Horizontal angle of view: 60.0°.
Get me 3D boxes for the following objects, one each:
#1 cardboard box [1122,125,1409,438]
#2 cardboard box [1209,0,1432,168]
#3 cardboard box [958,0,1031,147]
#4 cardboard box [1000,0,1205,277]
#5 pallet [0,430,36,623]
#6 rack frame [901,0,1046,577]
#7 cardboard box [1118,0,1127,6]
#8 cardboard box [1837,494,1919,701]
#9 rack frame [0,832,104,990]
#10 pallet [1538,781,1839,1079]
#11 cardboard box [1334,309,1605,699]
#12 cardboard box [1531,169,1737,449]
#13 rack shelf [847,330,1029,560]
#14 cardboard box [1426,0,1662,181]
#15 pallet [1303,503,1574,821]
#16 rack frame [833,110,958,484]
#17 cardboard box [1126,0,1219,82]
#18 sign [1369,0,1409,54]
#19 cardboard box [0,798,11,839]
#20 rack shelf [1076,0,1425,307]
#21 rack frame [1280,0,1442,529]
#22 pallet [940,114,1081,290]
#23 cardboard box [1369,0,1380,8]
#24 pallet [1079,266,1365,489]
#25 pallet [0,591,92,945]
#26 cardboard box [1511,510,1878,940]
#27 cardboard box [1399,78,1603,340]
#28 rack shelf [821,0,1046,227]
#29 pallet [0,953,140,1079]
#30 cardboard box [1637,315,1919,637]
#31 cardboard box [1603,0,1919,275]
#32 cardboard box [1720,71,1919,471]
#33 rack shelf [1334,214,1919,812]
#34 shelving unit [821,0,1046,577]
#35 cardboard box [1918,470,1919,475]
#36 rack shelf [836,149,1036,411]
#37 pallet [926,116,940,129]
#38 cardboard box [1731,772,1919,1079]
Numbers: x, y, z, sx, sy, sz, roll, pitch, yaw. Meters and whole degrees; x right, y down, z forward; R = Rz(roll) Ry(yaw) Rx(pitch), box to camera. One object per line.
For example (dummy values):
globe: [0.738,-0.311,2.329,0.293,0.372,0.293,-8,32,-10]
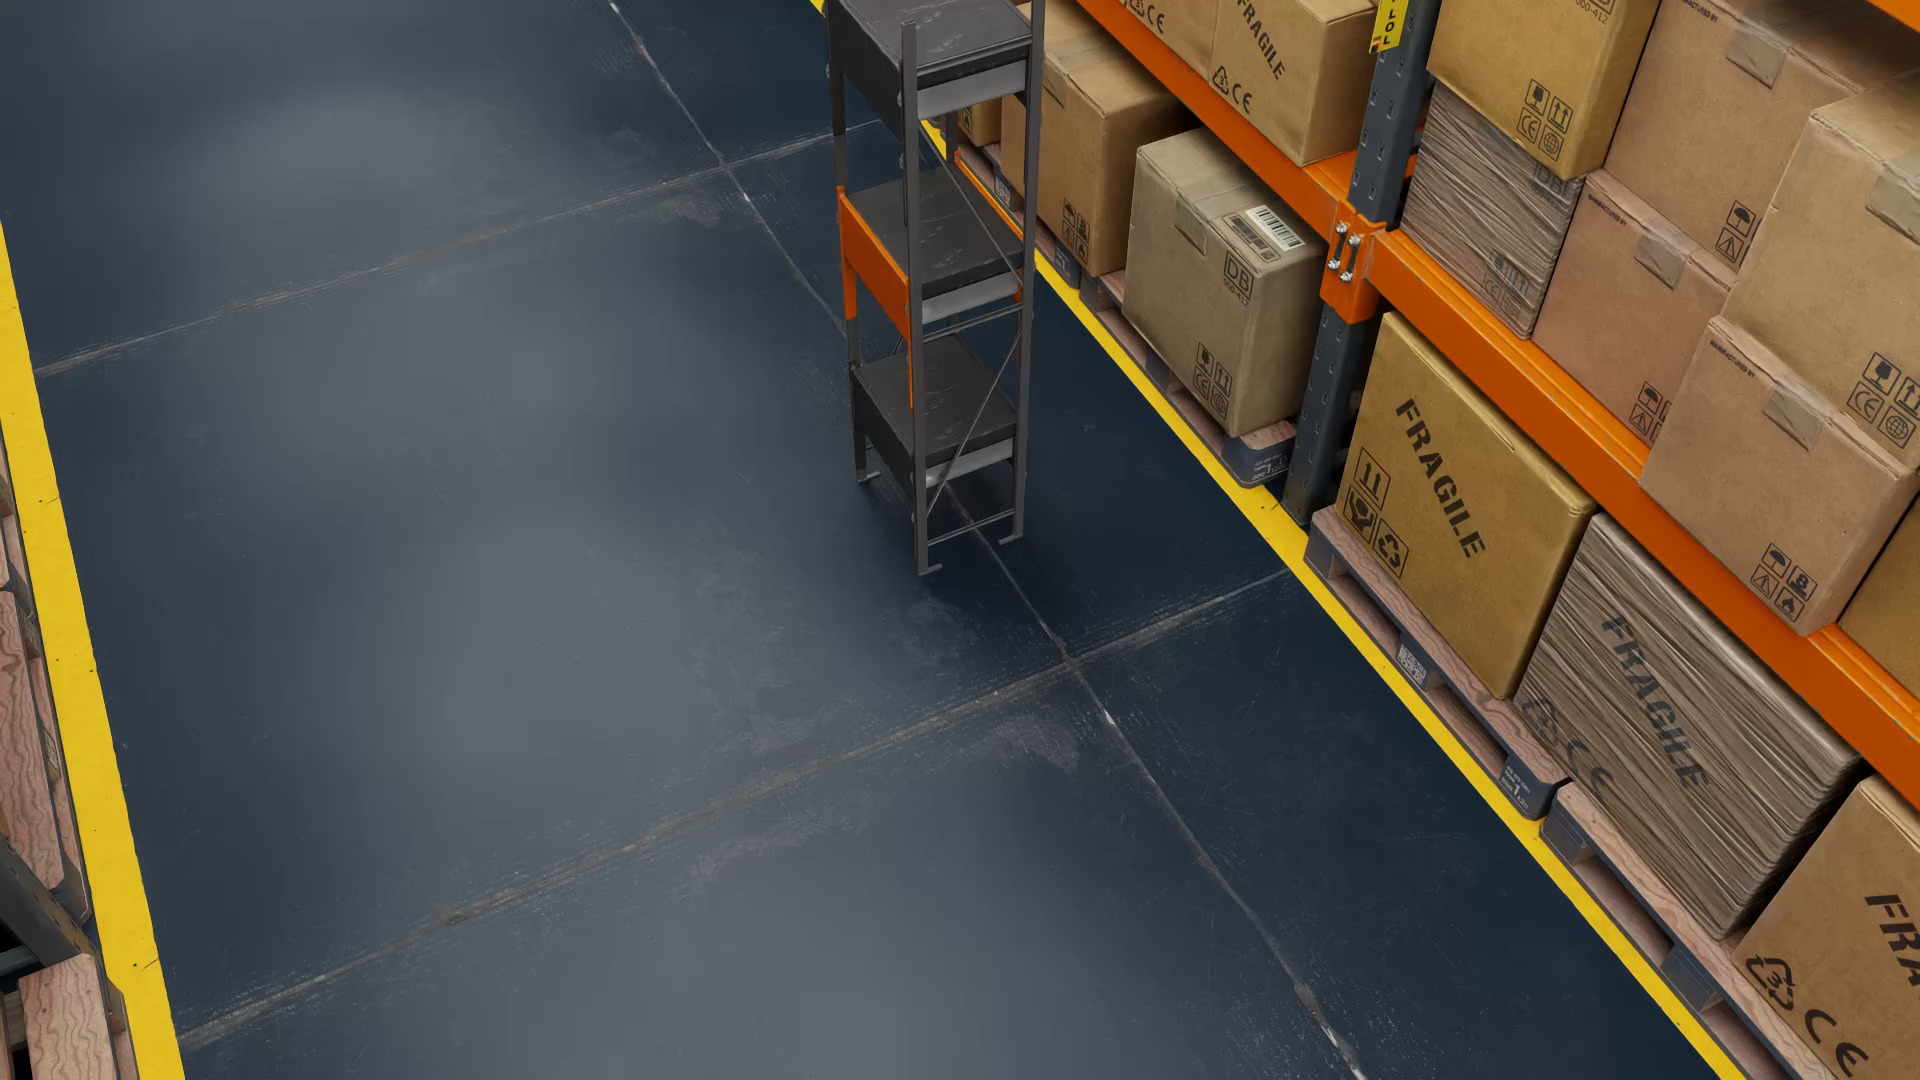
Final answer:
cardboard box: [1.236,-1.024,5.868,1.050,0.750,0.750,-21,52,-18]
cardboard box: [1.123,-1.532,5.030,0.500,0.500,0.500,-21,52,-18]
cardboard box: [0.371,-2.294,6.979,1.050,0.750,0.750,-20,52,-17]
cardboard box: [0.798,-1.670,6.434,1.050,0.750,0.750,-21,52,-18]
pallet: [-3.777,-0.021,5.628,1.003,0.211,1.213,-21,52,-18]
rack frame: [0.036,-0.639,4.914,0.400,2.100,0.015,-21,52,-18]
cardboard box: [0.661,-2.208,5.622,0.500,0.500,0.500,-21,52,-17]
cardboard box: [2.525,0.034,3.627,0.875,0.550,0.500,-21,52,-18]
rack frame: [-2.857,0.399,3.408,1.000,3.000,0.127,-21,52,-18]
pallet: [2.440,1.030,4.709,1.003,0.211,1.213,-21,52,-18]
cardboard box: [1.825,-0.235,5.095,0.875,0.875,0.875,-20,52,-17]
cardboard box: [2.051,-0.688,4.259,0.875,0.550,0.550,-21,52,-18]
rack shelf: [-0.076,-0.332,5.594,0.431,0.518,0.480,-21,52,-18]
cardboard box: [1.738,-1.388,4.154,0.875,0.550,0.550,-21,52,-18]
pallet: [1.878,0.212,5.424,1.003,0.211,1.213,-21,52,-18]
rack frame: [-0.187,-0.965,5.199,0.400,2.100,0.015,-21,52,-18]
cardboard box: [0.892,-1.870,5.326,0.500,0.500,0.500,-22,52,-18]
sign: [1.122,-1.403,4.268,0.100,0.325,0.005,-21,52,-18]
cardboard box: [-3.119,0.659,4.549,0.700,0.500,0.500,-25,53,-20]
rack shelf: [0.685,-2.343,6.285,1.077,0.370,4.000,-21,52,-18]
rack frame: [1.600,-1.241,4.843,1.000,3.000,0.127,-21,52,-18]
pallet: [0.617,-1.631,7.037,1.003,0.211,1.213,-21,52,-18]
cardboard box: [1.367,-1.934,4.718,0.700,0.500,0.500,-22,52,-18]
pallet: [1.180,-0.814,6.322,1.003,0.211,1.213,-21,52,-18]
pallet: [-3.214,0.797,4.913,1.003,0.211,1.213,-21,52,-18]
cardboard box: [2.241,0.367,4.569,0.875,0.875,0.875,-21,52,-17]
cardboard box: [1.779,-1.048,4.574,0.875,0.550,0.550,-21,52,-18]
rack shelf: [-0.076,-1.254,4.540,0.431,0.518,0.480,-21,52,-18]
pallet: [-2.518,1.755,4.075,1.003,0.211,1.213,-21,52,-18]
cardboard box: [2.193,-0.286,3.907,0.875,0.550,0.550,-21,52,-18]
cardboard box: [2.093,-1.059,3.867,0.875,0.550,0.550,-21,52,-18]
cardboard box: [2.218,-0.651,3.509,0.875,0.550,0.550,-21,52,-18]
rack shelf: [2.515,0.334,3.943,1.077,0.370,4.000,-21,52,-18]
shelving unit: [-0.076,-0.802,5.057,0.431,2.100,0.503,-21,52,-18]
cardboard box: [2.467,-0.299,3.201,0.875,0.550,0.500,-21,52,-18]
rack shelf: [-0.076,-0.793,5.067,0.431,0.518,0.480,-21,52,-18]
pallet: [0.063,-2.447,7.750,1.003,0.211,1.213,-21,52,-18]
cardboard box: [2.657,0.978,4.035,0.875,0.875,0.875,-22,52,-18]
